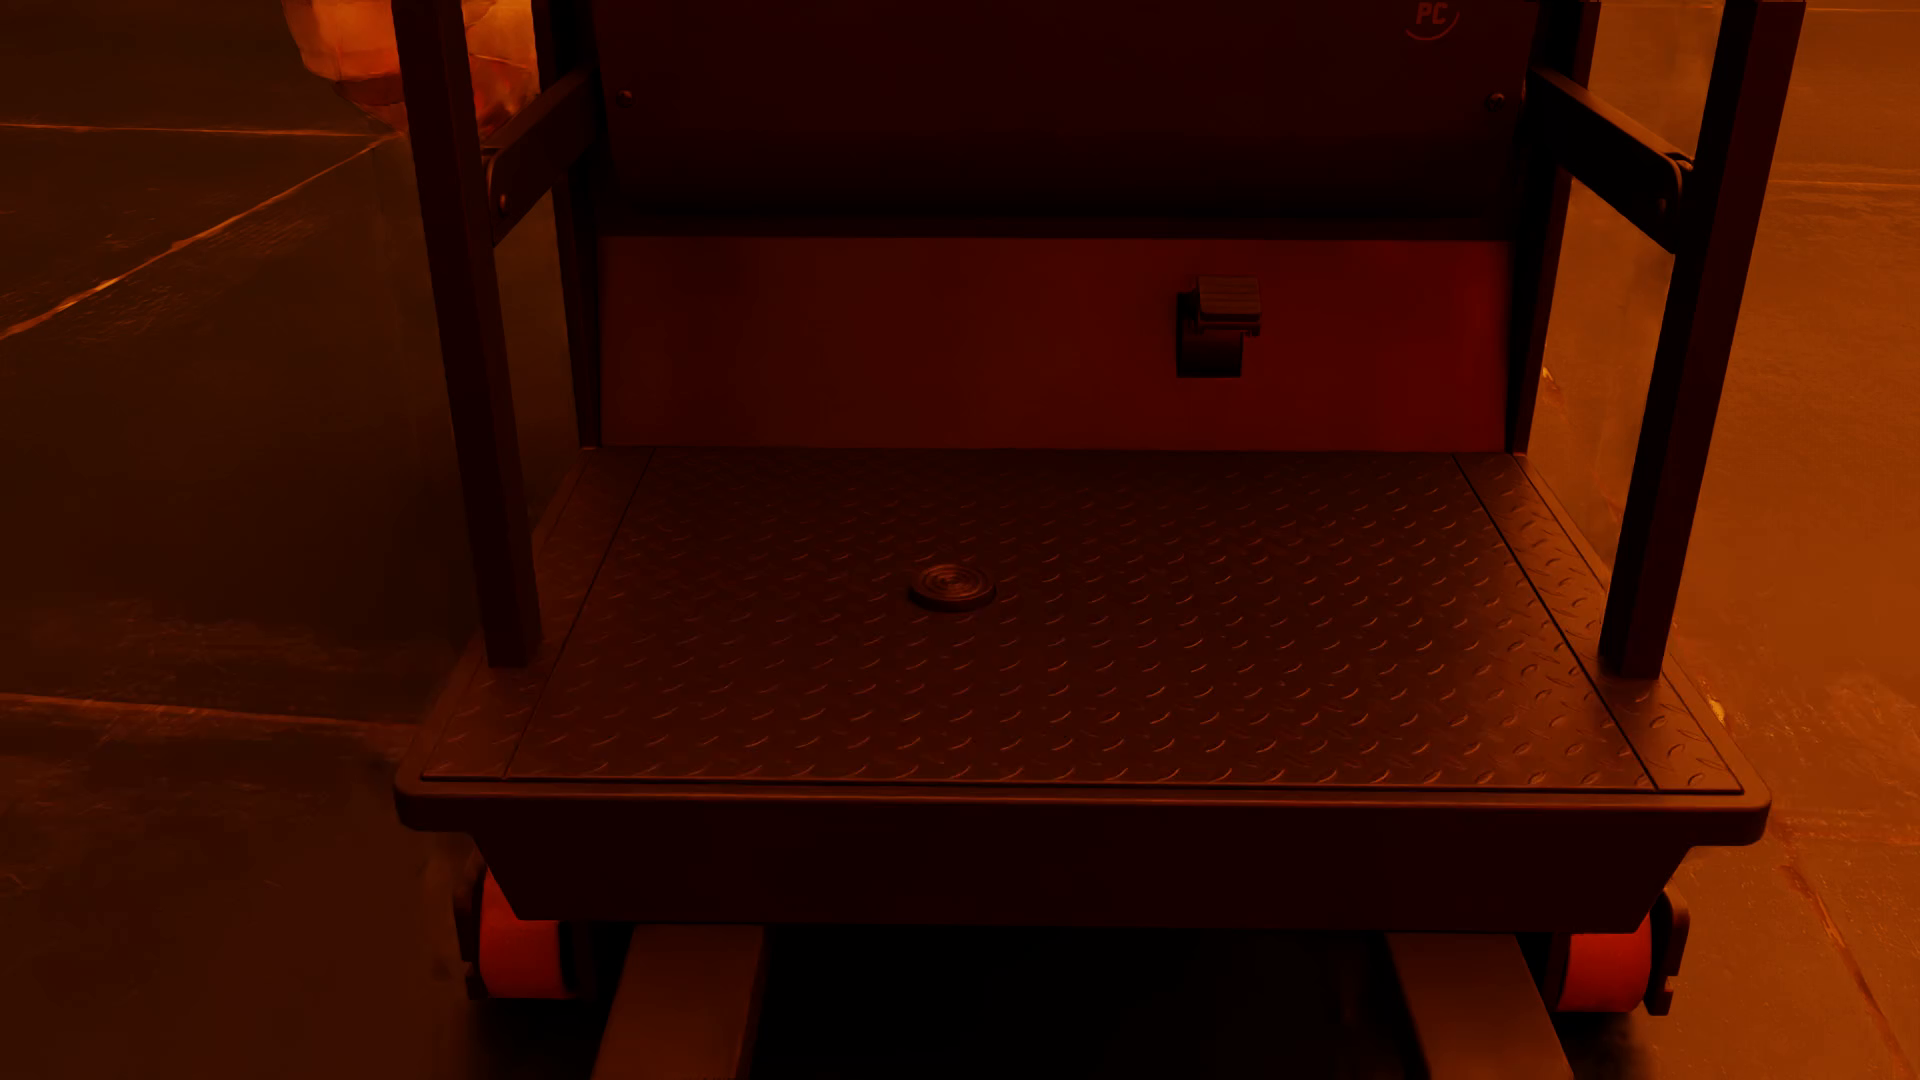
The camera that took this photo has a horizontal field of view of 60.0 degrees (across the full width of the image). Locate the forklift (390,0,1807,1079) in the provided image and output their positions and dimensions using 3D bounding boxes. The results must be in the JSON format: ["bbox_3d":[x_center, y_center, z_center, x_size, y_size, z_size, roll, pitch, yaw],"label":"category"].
[{"bbox_3d":[0.101,-1.001,1.224,1.130,2.935,3.031,0,27,1],"label":"forklift"}]

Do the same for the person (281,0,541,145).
[{"bbox_3d":[-0.721,-0.943,2.795,0.960,1.450,1.211,-15,30,-28],"label":"person"}]
